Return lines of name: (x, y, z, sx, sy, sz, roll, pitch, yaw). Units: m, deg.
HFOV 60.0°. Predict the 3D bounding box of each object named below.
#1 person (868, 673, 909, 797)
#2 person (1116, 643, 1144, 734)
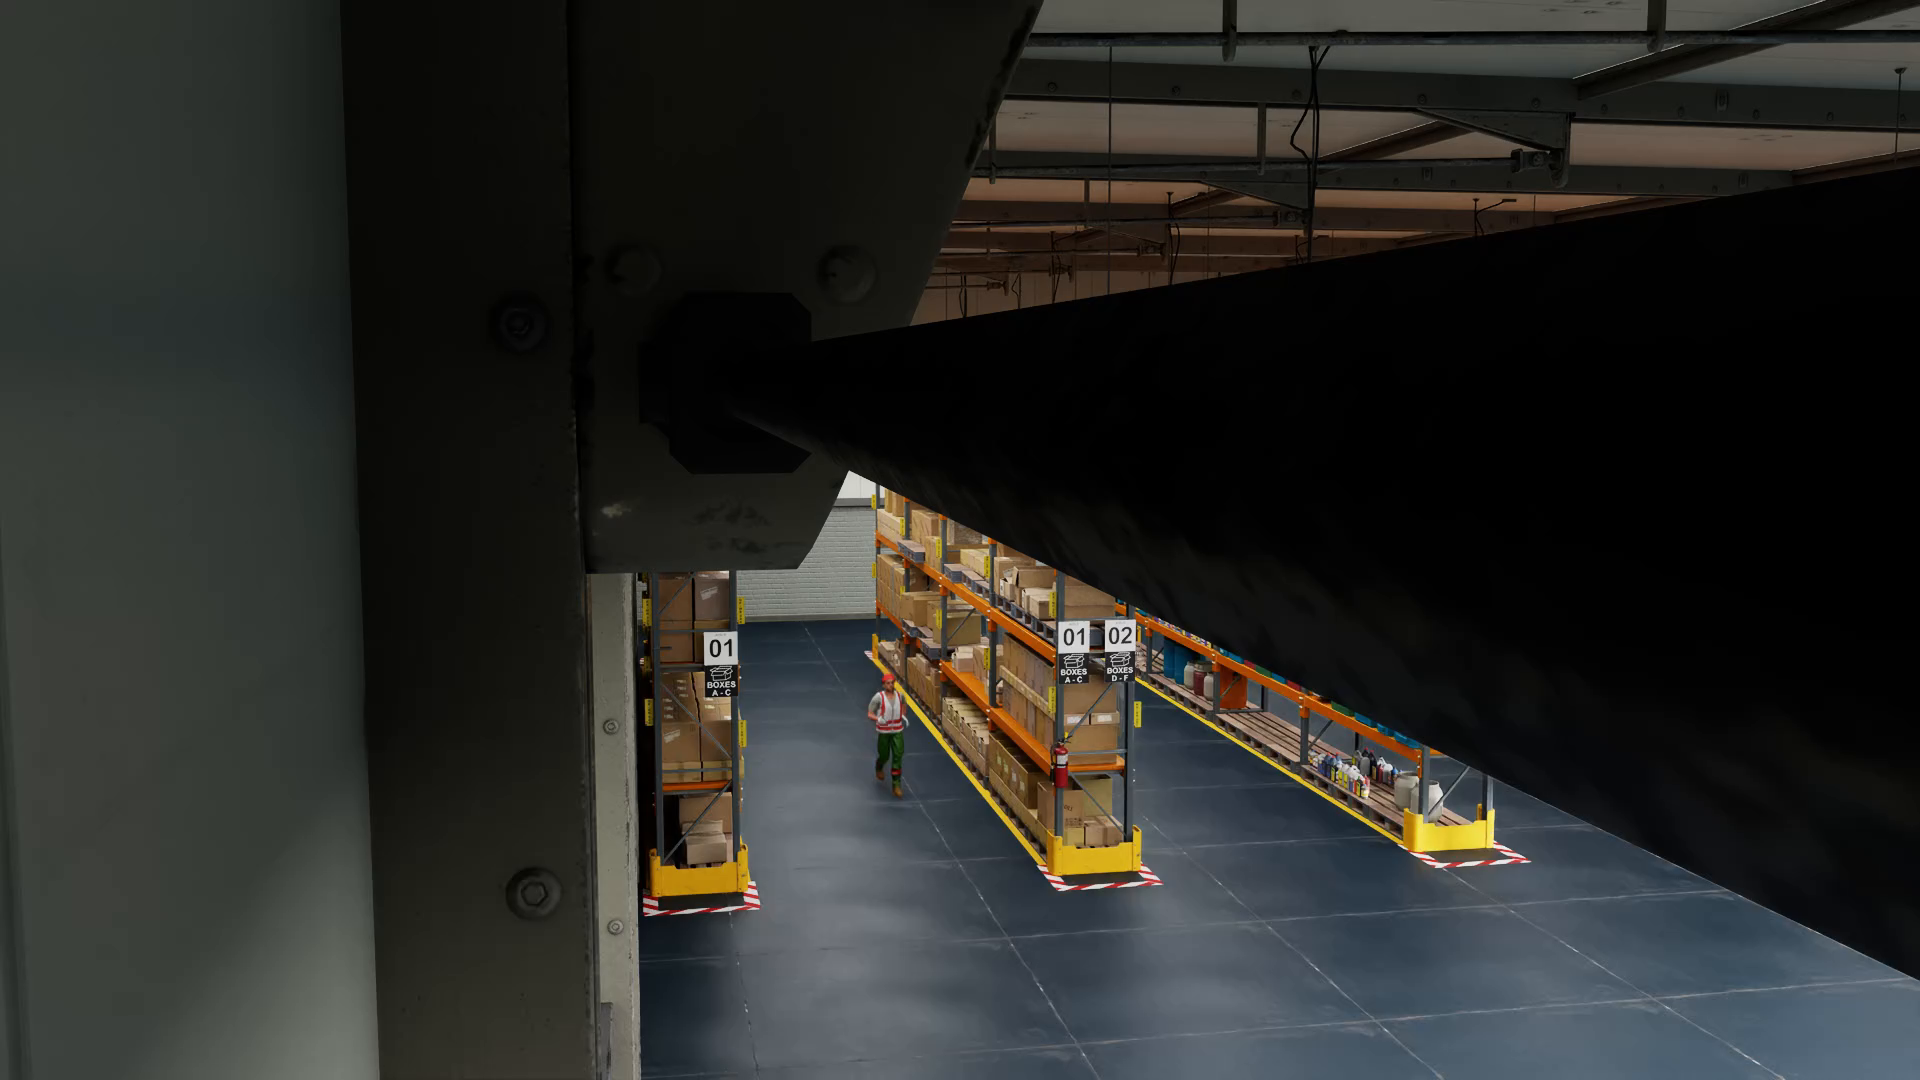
person: (-1.057, 2.876, 24.892, 0.658, 1.782, 0.977, -2, 6, -19)
person: (2.802, 2.334, 28.028, 0.584, 1.777, 0.731, -2, 6, -15)
